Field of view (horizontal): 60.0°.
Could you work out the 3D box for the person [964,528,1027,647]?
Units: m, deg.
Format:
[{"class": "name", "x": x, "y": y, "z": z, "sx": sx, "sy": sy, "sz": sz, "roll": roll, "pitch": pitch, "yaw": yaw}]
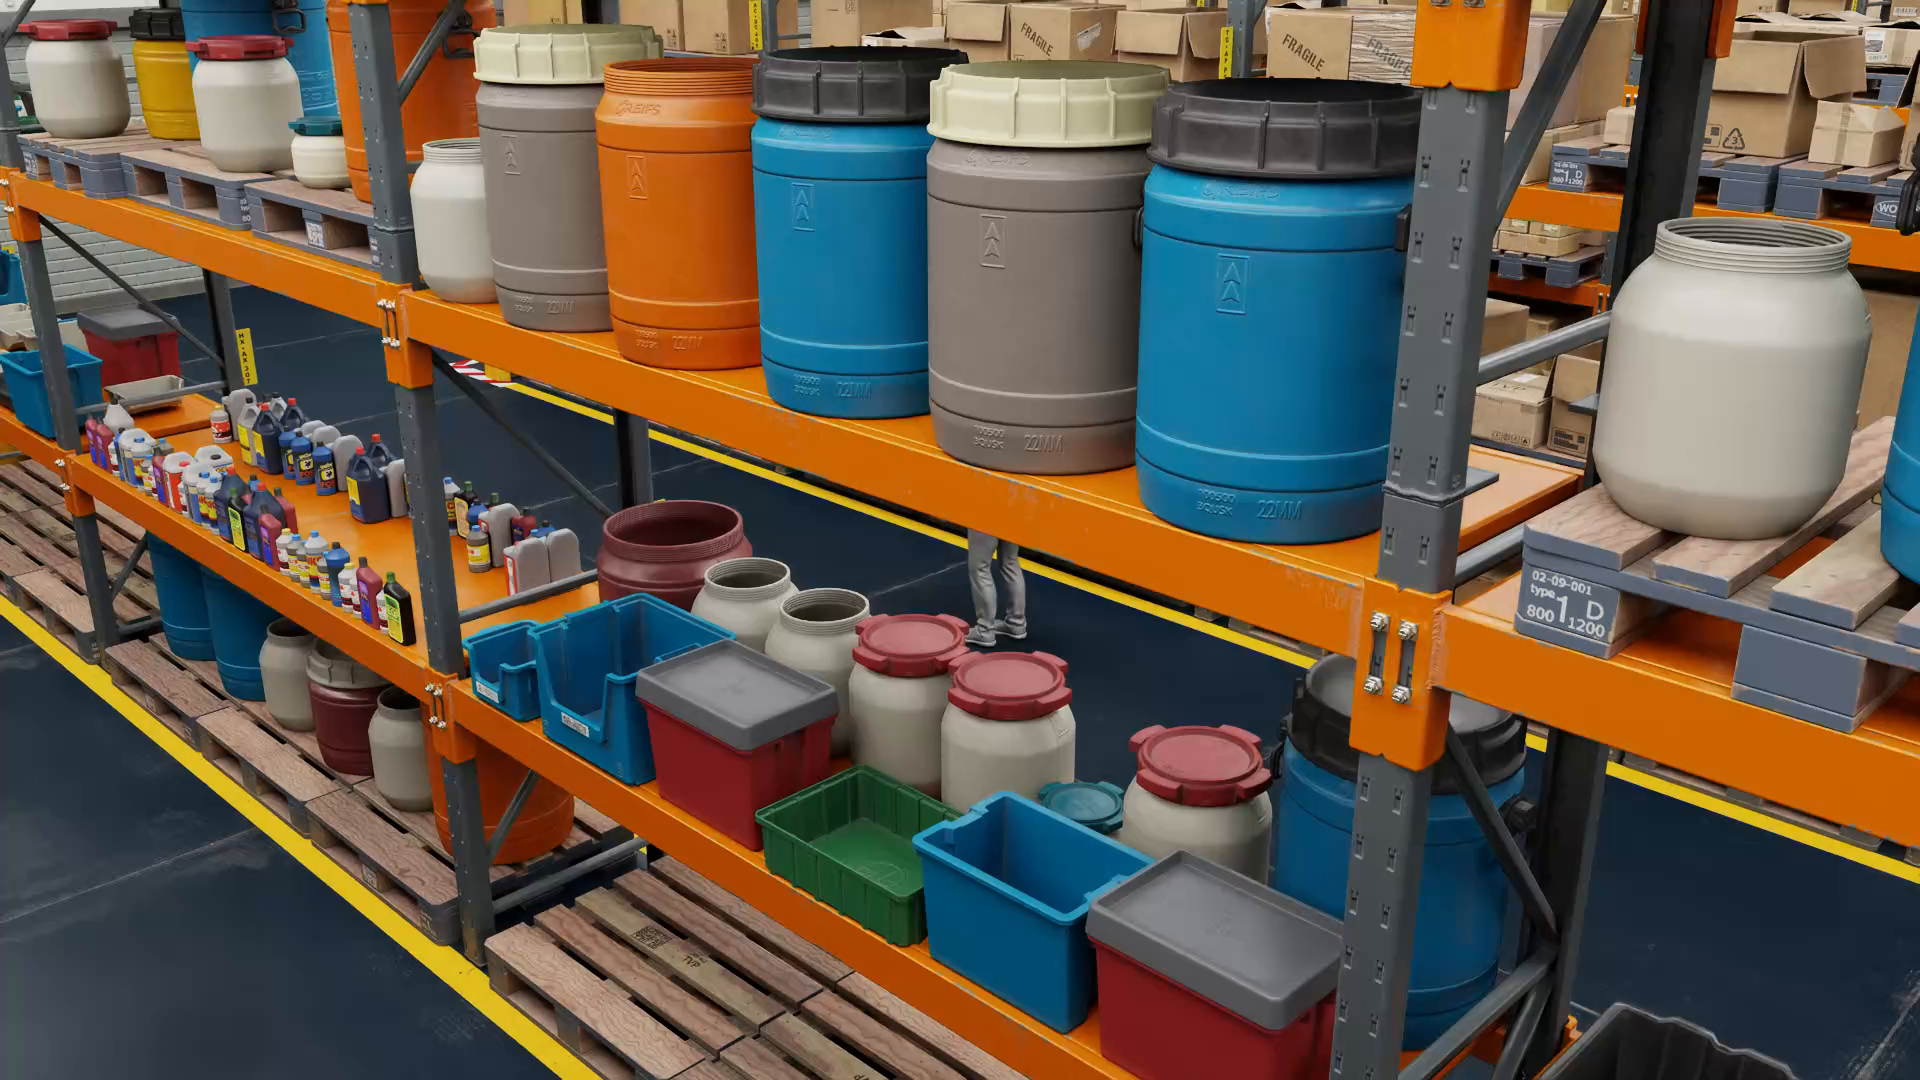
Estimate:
[{"class": "person", "x": 0.172, "y": -0.205, "z": 9.581, "sx": 0.554, "sy": 1.688, "sz": 0.463, "roll": 19, "pitch": 28, "yaw": 41}]
